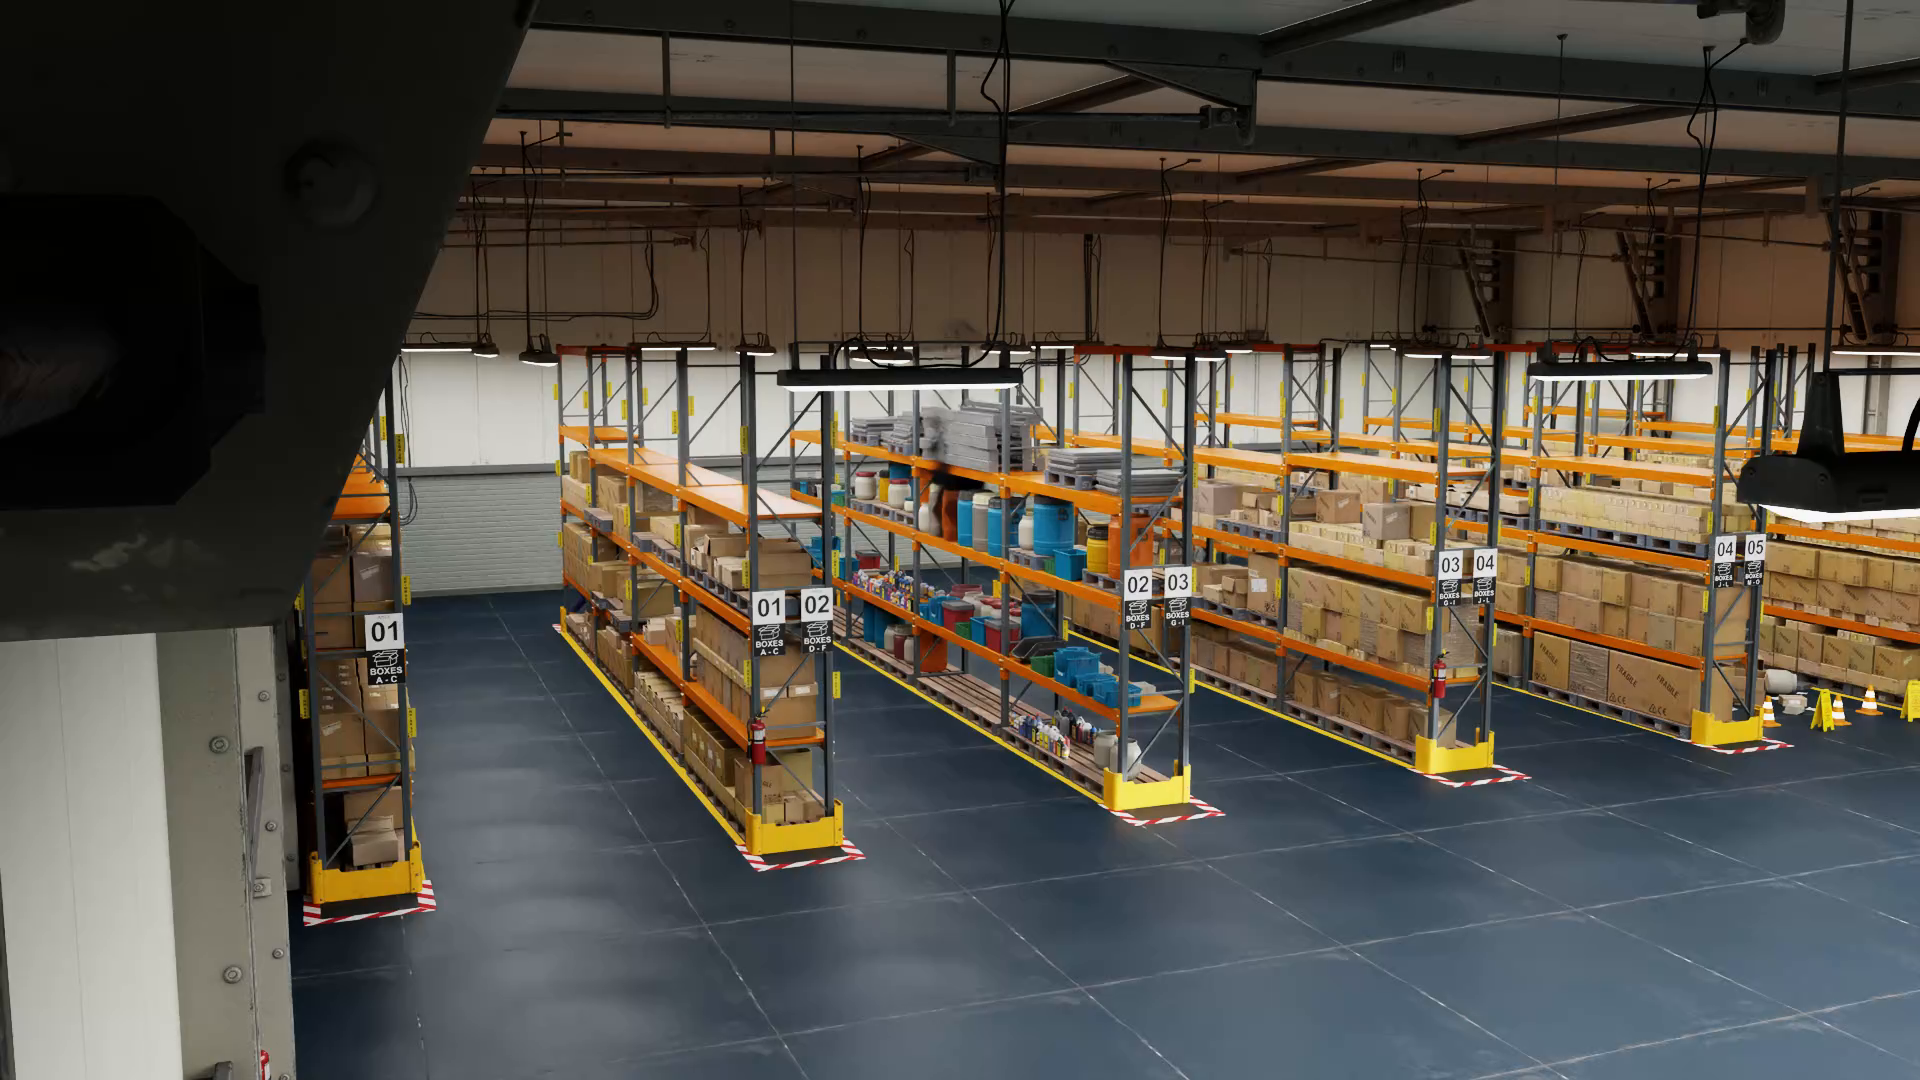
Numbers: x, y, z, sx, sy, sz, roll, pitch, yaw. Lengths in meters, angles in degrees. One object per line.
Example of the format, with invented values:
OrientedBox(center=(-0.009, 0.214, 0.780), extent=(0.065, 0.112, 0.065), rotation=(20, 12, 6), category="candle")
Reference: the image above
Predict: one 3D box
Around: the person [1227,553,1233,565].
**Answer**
OrientedBox(center=(6.754, 0.285, 41.670), extent=(0.566, 1.531, 0.626), rotation=(-7, 10, -43), category="person")

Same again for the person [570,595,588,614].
OrientedBox(center=(-8.093, 0.954, 36.153), extent=(0.804, 1.673, 0.609), rotation=(-1, 7, -9), category="person")

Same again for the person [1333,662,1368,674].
OrientedBox(center=(7.211, 1.551, 30.810), extent=(0.642, 1.837, 0.812), rotation=(-4, 9, -31), category="person")

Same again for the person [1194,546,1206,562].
OrientedBox(center=(6.060, 0.210, 41.761), extent=(0.578, 1.645, 0.616), rotation=(-5, 9, -37), category="person")
